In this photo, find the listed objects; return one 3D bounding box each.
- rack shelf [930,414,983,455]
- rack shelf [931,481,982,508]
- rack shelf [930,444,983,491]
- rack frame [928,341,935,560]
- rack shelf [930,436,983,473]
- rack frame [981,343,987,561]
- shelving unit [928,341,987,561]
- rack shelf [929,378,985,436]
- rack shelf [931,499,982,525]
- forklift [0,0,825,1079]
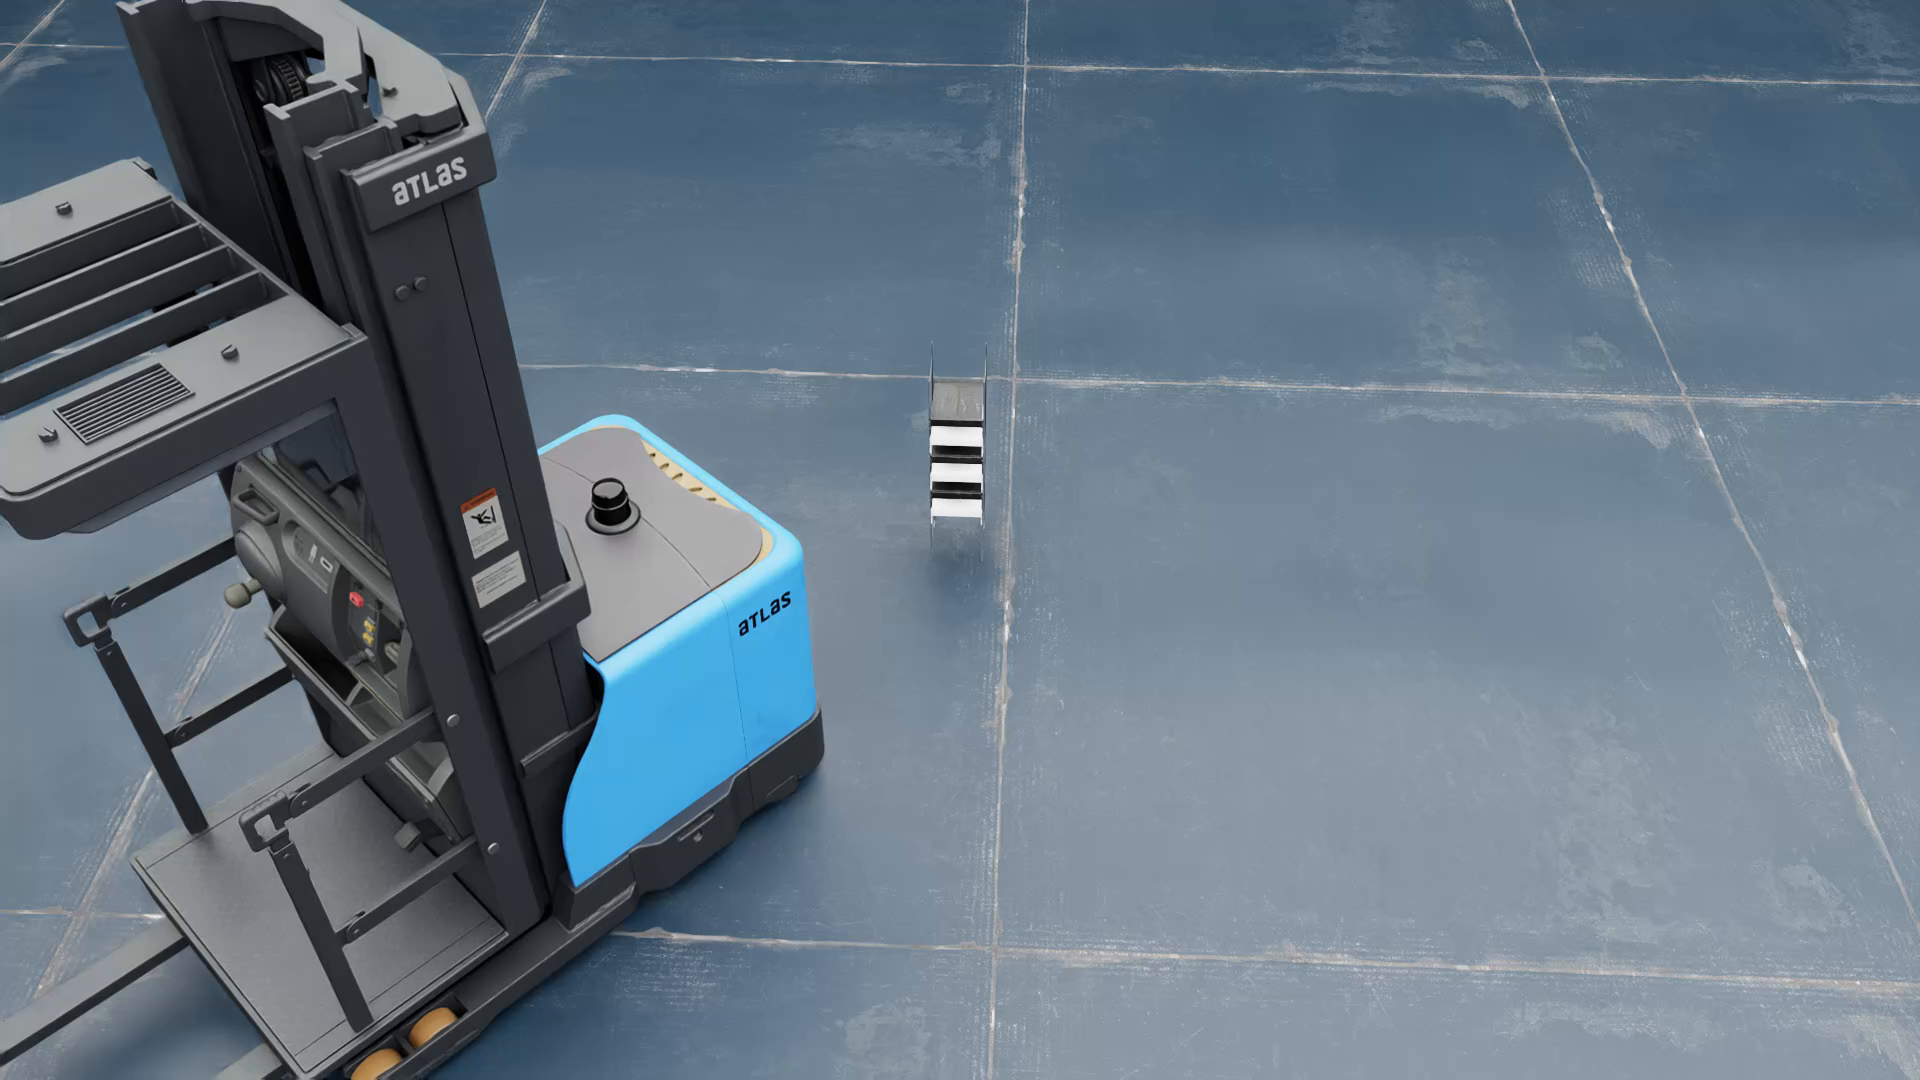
[{"bbox_3d":[-0.008,-0.437,6.344,0.200,0.077,0.258,2,43,2],"label":"rack shelf"},{"bbox_3d":[-0.008,-0.239,6.528,0.200,0.077,0.258,2,43,2],"label":"rack shelf"},{"bbox_3d":[-0.008,-0.305,6.466,0.200,0.077,0.258,2,43,2],"label":"rack shelf"},{"bbox_3d":[-0.110,-0.333,6.447,0.006,0.900,0.240,2,43,2],"label":"rack frame"},{"bbox_3d":[-0.008,-0.371,6.405,0.200,0.077,0.258,2,43,2],"label":"rack shelf"},{"bbox_3d":[0.093,-0.326,6.440,0.006,0.900,0.240,2,43,2],"label":"rack frame"},{"bbox_3d":[-0.008,-0.330,6.444,0.210,0.900,0.258,2,43,2],"label":"shelving unit"},{"bbox_3d":[-0.008,-0.503,6.282,0.200,0.077,0.258,2,43,2],"label":"rack shelf"},{"bbox_3d":[-0.008,-0.173,6.589,0.200,0.077,0.258,2,43,2],"label":"rack shelf"},{"bbox_3d":[-1.870,0.205,4.380,1.130,2.935,3.031,34,53,31],"label":"forklift"}]
